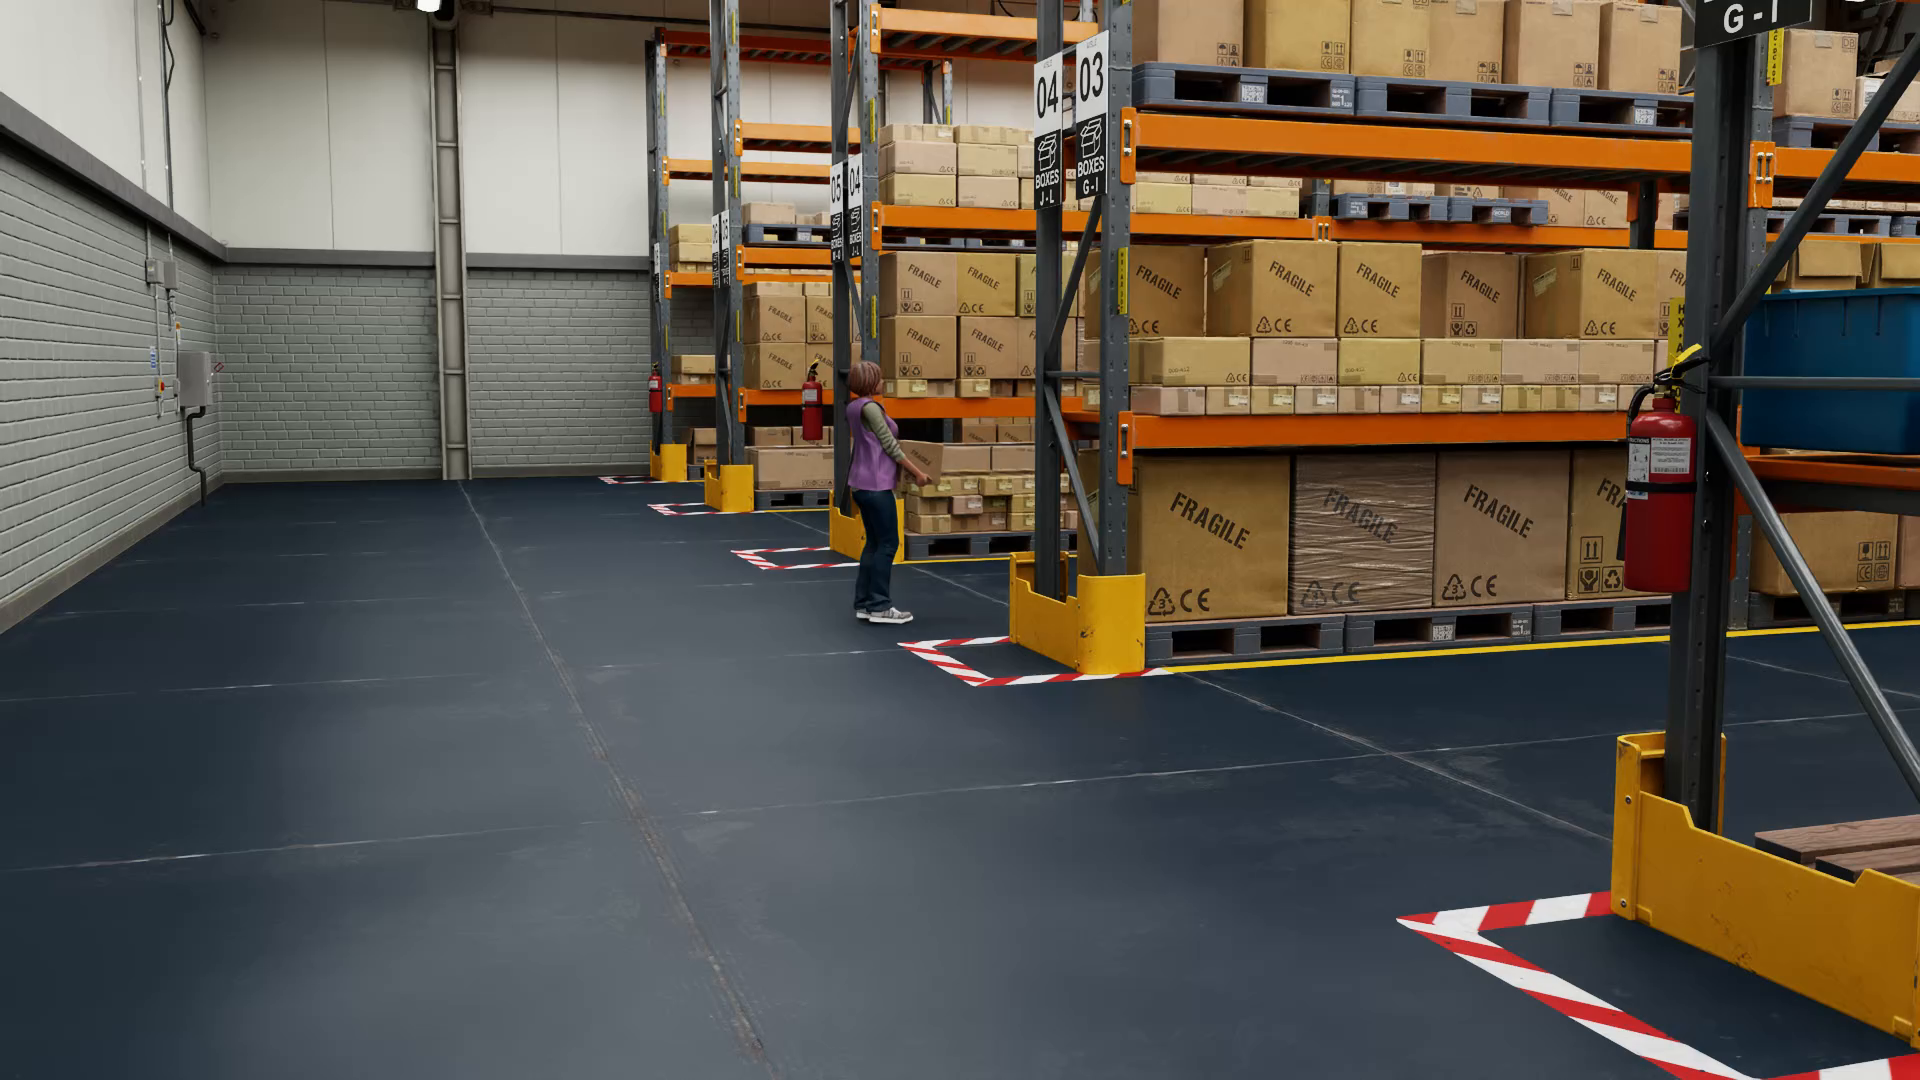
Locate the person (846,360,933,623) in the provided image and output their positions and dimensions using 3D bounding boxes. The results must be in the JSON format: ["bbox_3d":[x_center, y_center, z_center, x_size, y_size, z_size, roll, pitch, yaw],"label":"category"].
[{"bbox_3d":[-0.442,-0.296,10.120,0.493,1.589,0.408,-2,6,-19],"label":"person"}]
